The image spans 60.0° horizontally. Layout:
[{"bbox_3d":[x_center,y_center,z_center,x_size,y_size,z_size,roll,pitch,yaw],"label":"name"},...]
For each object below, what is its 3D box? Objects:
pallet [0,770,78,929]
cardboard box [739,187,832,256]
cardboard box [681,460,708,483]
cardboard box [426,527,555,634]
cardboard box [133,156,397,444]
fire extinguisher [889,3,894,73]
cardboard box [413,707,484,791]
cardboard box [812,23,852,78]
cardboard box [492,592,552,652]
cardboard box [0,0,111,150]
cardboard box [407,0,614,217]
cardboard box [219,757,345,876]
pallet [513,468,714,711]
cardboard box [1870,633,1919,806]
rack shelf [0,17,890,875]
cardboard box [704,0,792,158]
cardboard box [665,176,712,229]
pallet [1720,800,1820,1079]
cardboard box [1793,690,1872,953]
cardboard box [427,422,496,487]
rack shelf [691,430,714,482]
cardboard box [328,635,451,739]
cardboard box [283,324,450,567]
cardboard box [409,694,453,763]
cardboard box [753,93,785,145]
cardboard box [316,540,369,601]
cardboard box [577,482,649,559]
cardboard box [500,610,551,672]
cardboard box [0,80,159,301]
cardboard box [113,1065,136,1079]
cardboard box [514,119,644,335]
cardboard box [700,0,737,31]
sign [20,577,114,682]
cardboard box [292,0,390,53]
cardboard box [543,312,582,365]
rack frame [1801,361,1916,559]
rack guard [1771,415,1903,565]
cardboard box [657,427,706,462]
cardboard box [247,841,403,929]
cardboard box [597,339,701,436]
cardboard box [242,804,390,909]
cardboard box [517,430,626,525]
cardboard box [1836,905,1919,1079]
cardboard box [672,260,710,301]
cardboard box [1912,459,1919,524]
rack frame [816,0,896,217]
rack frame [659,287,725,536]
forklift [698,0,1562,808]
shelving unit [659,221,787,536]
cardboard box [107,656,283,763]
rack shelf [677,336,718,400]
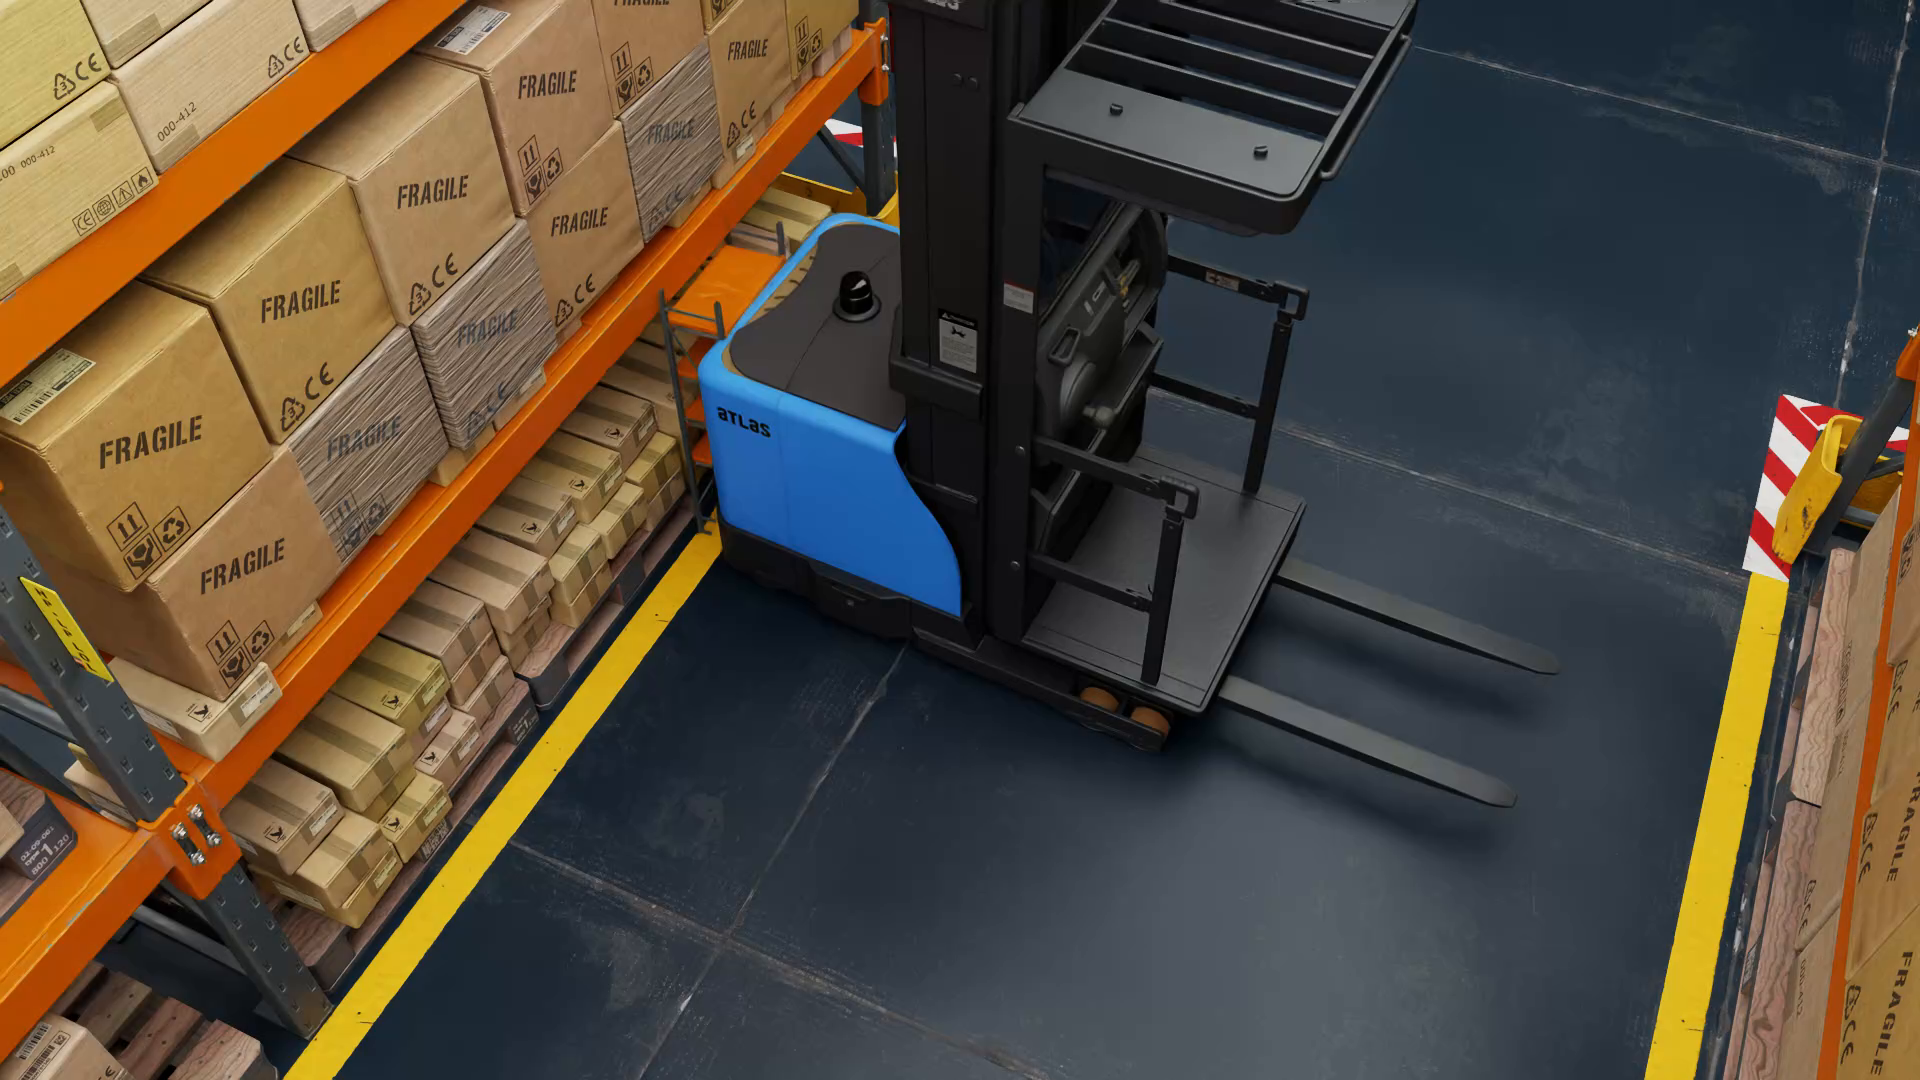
[{"bbox_3d":[-2.926,0.939,3.922,1.003,0.211,1.213,20,52,16],"label":"pallet"},{"bbox_3d":[-0.757,-1.314,6.919,0.380,0.149,0.250,20,53,16],"label":"cardboard box"},{"bbox_3d":[-1.151,-0.404,6.536,0.380,0.149,0.250,18,52,14],"label":"cardboard box"},{"bbox_3d":[-1.626,0.127,5.693,0.380,0.149,0.250,21,53,17],"label":"cardboard box"},{"bbox_3d":[-1.848,-0.648,4.230,0.500,0.500,0.500,18,52,15],"label":"cardboard box"},{"bbox_3d":[-0.235,-2.234,6.792,0.296,0.674,0.183,20,52,16],"label":"fire extinguisher"},{"bbox_3d":[-1.849,0.668,5.623,0.380,0.149,0.250,20,52,16],"label":"cardboard box"},{"bbox_3d":[-0.643,-1.958,6.427,0.380,0.149,0.250,20,52,16],"label":"cardboard box"},{"bbox_3d":[-1.669,0.194,5.831,0.380,0.149,0.250,22,53,18],"label":"cardboard box"},{"bbox_3d":[-2.046,-0.941,3.197,0.500,0.250,0.500,21,53,17],"label":"cardboard box"},{"bbox_3d":[-1.384,-1.338,4.817,0.500,0.500,0.500,18,52,15],"label":"cardboard box"},{"bbox_3d":[-2.134,0.823,5.101,0.380,0.149,0.250,22,53,18],"label":"cardboard box"},{"bbox_3d":[-1.693,-0.015,6.440,1.003,0.211,1.213,20,52,16],"label":"pallet"},{"bbox_3d":[2.671,0.442,4.154,0.500,0.500,0.500,21,53,17],"label":"cardboard box"},{"bbox_3d":[-1.614,-0.746,5.703,1.077,0.370,4.000,20,52,16],"label":"rack shelf"},{"bbox_3d":[-0.943,-1.739,5.814,0.500,0.500,0.500,19,52,16],"label":"cardboard box"},{"bbox_3d":[-1.104,-1.267,5.838,0.380,0.149,0.250,18,52,14],"label":"cardboard box"},{"bbox_3d":[2.966,1.501,5.149,1.003,0.211,1.213,20,52,16],"label":"pallet"},{"bbox_3d":[3.184,0.999,5.152,0.875,0.438,0.875,21,53,17],"label":"cardboard box"},{"bbox_3d":[-1.653,-0.349,5.058,0.380,0.149,0.250,21,53,17],"label":"cardboard box"},{"bbox_3d":[-0.830,-0.401,6.442,0.258,0.148,0.480,15,49,15],"label":"rack shelf"},{"bbox_3d":[-1.899,0.463,5.407,0.380,0.149,0.250,19,52,16],"label":"cardboard box"},{"bbox_3d":[-1.824,-0.333,4.618,0.500,0.500,0.500,20,52,16],"label":"cardboard box"},{"bbox_3d":[-1.926,0.561,5.519,0.380,0.149,0.250,20,52,16],"label":"cardboard box"},{"bbox_3d":[-0.877,-1.622,6.141,0.380,0.149,0.250,19,52,16],"label":"cardboard box"},{"bbox_3d":[-1.942,-0.012,4.771,0.380,0.149,0.250,18,52,15],"label":"cardboard box"},{"bbox_3d":[-1.376,-0.120,6.099,0.380,0.149,0.250,20,53,16],"label":"cardboard box"},{"bbox_3d":[-1.703,0.281,5.953,0.380,0.149,0.250,18,52,15],"label":"cardboard box"},{"bbox_3d":[-2.032,-0.758,3.370,0.500,0.250,0.500,22,53,18],"label":"cardboard box"},{"bbox_3d":[-2.557,1.664,4.546,0.500,0.500,0.500,19,52,15],"label":"cardboard box"},{"bbox_3d":[-1.374,-1.047,5.225,0.500,0.500,0.500,22,53,18],"label":"cardboard box"},{"bbox_3d":[-0.947,-2.064,5.435,0.500,0.500,0.500,18,52,15],"label":"cardboard box"},{"bbox_3d":[-1.965,0.201,3.664,0.100,0.325,0.005,20,52,16],"label":"sign"},{"bbox_3d":[-1.586,-1.458,3.966,0.500,0.250,0.500,22,53,18],"label":"cardboard box"},{"bbox_3d":[-1.460,-0.731,5.383,0.380,0.149,0.250,22,53,17],"label":"cardboard box"},{"bbox_3d":[3.759,-0.815,5.289,1.000,3.000,0.127,20,52,16],"label":"rack frame"},{"bbox_3d":[3.770,-0.022,6.255,1.175,0.500,0.348,20,52,16],"label":"rack guard"},{"bbox_3d":[-1.157,-0.489,6.413,0.380,0.149,0.250,21,53,17],"label":"cardboard box"},{"bbox_3d":[-2.022,1.040,5.307,0.380,0.149,0.250,18,52,15],"label":"cardboard box"},{"bbox_3d":[-1.144,-0.580,6.294,0.380,0.149,0.250,22,53,17],"label":"cardboard box"},{"bbox_3d":[-2.024,0.944,5.193,0.380,0.149,0.250,22,53,18],"label":"cardboard box"},{"bbox_3d":[-1.443,-0.245,6.009,0.380,0.149,0.250,20,52,16],"label":"cardboard box"},{"bbox_3d":[2.232,1.148,3.553,0.500,0.500,0.500,19,52,15],"label":"cardboard box"},{"bbox_3d":[-0.912,-0.940,6.601,0.380,0.149,0.250,19,52,15],"label":"cardboard box"},{"bbox_3d":[3.104,-0.253,4.745,0.500,0.500,0.500,19,52,16],"label":"cardboard box"},{"bbox_3d":[-0.759,-2.356,6.601,1.000,3.000,0.127,20,52,16],"label":"rack frame"},{"bbox_3d":[-0.921,-0.419,6.093,0.240,1.200,0.015,15,49,15],"label":"rack frame"},{"bbox_3d":[0.636,-0.665,5.206,3.031,2.935,1.130,21,53,17],"label":"forklift"},{"bbox_3d":[-0.832,-0.584,6.249,0.258,1.200,0.503,15,49,15],"label":"shelving unit"},{"bbox_3d":[-2.051,0.391,4.428,0.380,0.149,0.250,22,53,17],"label":"cardboard box"},{"bbox_3d":[-0.833,-0.692,6.136,0.258,0.148,0.480,15,49,15],"label":"rack shelf"}]
